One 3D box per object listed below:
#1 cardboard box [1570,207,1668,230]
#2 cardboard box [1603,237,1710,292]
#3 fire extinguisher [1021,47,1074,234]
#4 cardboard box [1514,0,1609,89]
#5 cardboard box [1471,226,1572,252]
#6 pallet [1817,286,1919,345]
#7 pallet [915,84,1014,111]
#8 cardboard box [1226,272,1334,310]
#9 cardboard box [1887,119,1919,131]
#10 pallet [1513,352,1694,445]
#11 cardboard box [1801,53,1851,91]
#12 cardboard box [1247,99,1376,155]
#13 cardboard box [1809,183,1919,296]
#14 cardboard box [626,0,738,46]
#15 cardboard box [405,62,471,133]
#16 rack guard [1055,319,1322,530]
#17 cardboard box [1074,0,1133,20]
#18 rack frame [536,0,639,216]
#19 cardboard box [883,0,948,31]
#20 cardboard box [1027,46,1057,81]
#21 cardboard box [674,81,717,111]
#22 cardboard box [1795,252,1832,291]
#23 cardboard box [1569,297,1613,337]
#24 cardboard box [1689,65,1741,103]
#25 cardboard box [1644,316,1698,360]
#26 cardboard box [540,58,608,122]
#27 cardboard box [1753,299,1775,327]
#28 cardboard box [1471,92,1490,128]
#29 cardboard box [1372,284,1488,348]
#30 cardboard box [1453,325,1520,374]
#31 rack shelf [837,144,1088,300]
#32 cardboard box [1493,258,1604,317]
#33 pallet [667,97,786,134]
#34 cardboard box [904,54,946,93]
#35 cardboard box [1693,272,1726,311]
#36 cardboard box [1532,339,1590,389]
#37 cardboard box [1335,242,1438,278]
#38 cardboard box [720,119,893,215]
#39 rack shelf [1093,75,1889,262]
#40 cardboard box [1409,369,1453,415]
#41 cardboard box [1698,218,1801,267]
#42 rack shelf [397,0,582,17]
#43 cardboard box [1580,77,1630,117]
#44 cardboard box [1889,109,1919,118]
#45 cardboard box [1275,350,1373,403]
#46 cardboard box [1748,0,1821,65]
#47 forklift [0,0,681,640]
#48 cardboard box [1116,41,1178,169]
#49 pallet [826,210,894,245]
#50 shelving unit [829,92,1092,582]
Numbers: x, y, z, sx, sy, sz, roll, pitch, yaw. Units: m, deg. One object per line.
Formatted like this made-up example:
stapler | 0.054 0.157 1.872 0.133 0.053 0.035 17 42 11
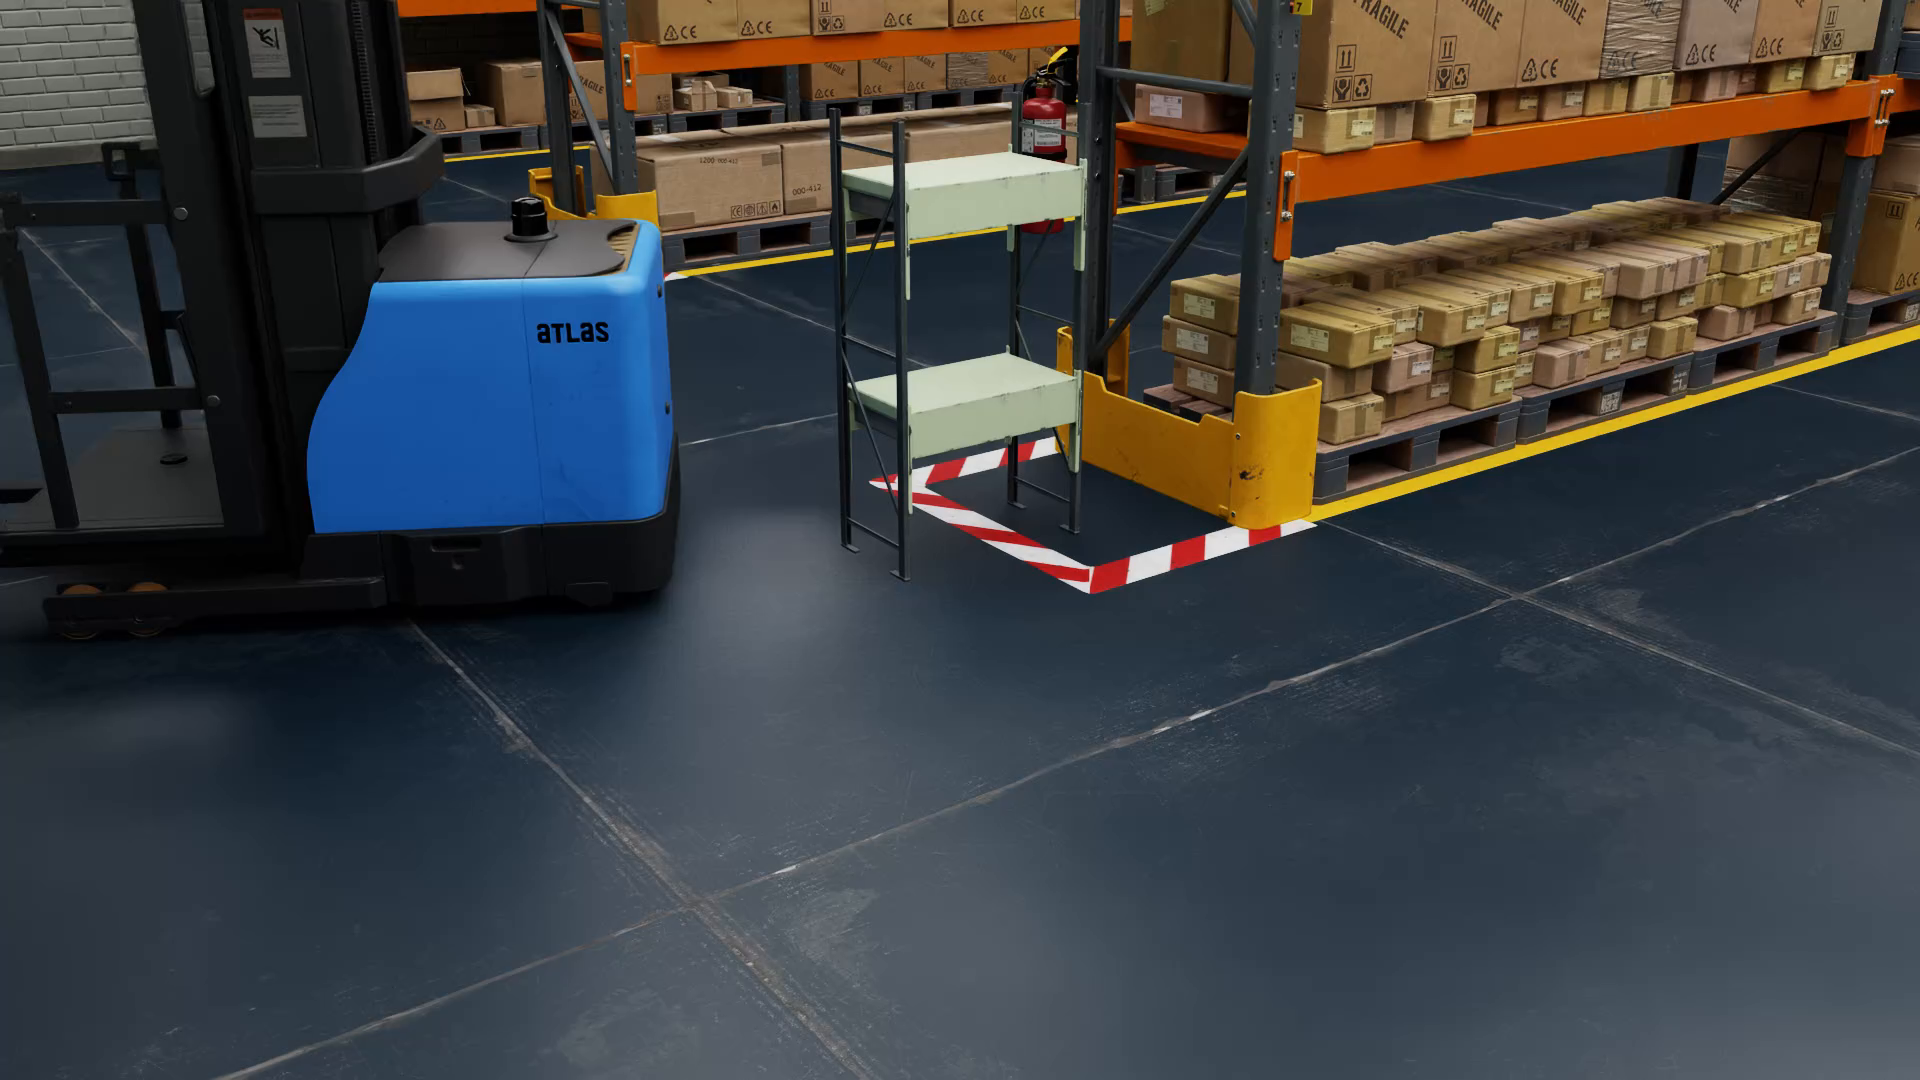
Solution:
cardboard box | 3.195 -1.505 8.097 0.250 0.149 0.380 -15 26 -34
cardboard box | 3.089 -1.231 7.410 0.250 0.149 0.380 -16 27 -35
fire extinguisher | 0.309 -1.490 6.192 0.183 0.674 0.296 -15 26 -33
cardboard box | 2.134 -2.040 6.424 0.500 0.500 0.500 -15 26 -32
cardboard box | 2.569 -1.327 7.652 0.250 0.149 0.380 -16 27 -35
pallet | 4.661 -1.355 9.007 1.213 0.211 1.003 -15 26 -33
pallet | -0.215 -4.599 17.136 1.213 0.211 1.003 -15 26 -33
cardboard box | 1.302 -0.990 6.808 0.250 0.149 0.380 -14 26 -32
cardboard box | 5.215 -2.060 8.805 0.500 0.250 0.500 -14 26 -31
pallet | 2.514 -0.764 7.527 1.213 0.211 1.003 -15 26 -33
cardboard box | 3.790 -2.144 7.560 0.250 0.149 0.380 -16 27 -34
cardboard box | 1.238 -1.470 5.872 0.250 0.149 0.380 -15 26 -33
cardboard box | 4.785 -1.595 8.653 0.500 0.500 0.500 -14 26 -31
cardboard box | -1.632 -3.147 9.600 0.500 0.500 0.500 -15 26 -33
cardboard box | -4.540 -3.715 13.960 0.637 0.503 0.797 -16 27 -35
rack guard | 0.845 -0.471 6.401 0.348 0.500 1.175 -15 26 -33
cardboard box | 0.830 -3.818 11.281 0.500 0.500 0.500 -15 26 -32
rack frame | -2.190 -3.083 9.574 0.127 3.000 1.000 -15 26 -33
cardboard box | -0.418 -3.483 10.442 0.500 0.500 0.500 -14 26 -31
cardboard box | 0.772 -5.079 17.384 0.500 0.500 0.500 -15 26 -34
cardboard box | -2.415 -4.080 15.196 0.258 0.266 0.396 -14 26 -31
cardboard box | 3.960 -1.326 8.052 0.250 0.149 0.380 -14 26 -32
cardboard box | 2.613 -1.018 7.279 0.250 0.149 0.380 -14 25 -30
cardboard box | 3.111 -1.988 7.169 0.250 0.149 0.380 -16 27 -35
cardboard box | 3.071 -0.941 7.486 0.250 0.149 0.380 -15 26 -33
cardboard box | -3.336 -3.971 14.606 0.500 0.500 0.500 -14 26 -32
cardboard box | 3.651 -1.134 7.970 0.250 0.149 0.380 -14 26 -31
cardboard box | 1.800 -1.677 6.391 0.250 0.149 0.380 -14 25 -30
cardboard box | 1.840 -0.886 6.546 0.250 0.149 0.380 -15 26 -33
cardboard box | 2.032 -0.805 6.746 0.250 0.149 0.380 -14 26 -31
rack shelf | 0.005 -1.061 5.477 0.720 0.370 0.431 -15 26 -33
cardboard box | 2.464 -1.065 6.994 0.250 0.149 0.380 -14 26 -32
pallet | -2.403 -3.997 15.629 1.213 0.211 1.003 -15 26 -33
cardboard box | -0.486 -4.737 16.526 0.500 0.500 0.500 -16 27 -34
cardboard box | 3.280 -1.176 7.675 0.250 0.149 0.380 -15 26 -32
cardboard box | 2.434 -0.774 7.070 0.250 0.149 0.380 -16 27 -35
cardboard box | 1.871 -1.197 7.325 0.250 0.149 0.380 -14 26 -31
cardboard box | -0.974 -2.461 10.907 0.875 0.438 0.875 -14 26 -31
rack shelf | 2.407 -1.714 7.115 4.000 0.370 1.077 -15 26 -33
cardboard box | 1.758 -0.640 6.734 0.250 0.149 0.380 -15 26 -32
cardboard box | 3.709 -1.406 7.849 0.250 0.149 0.380 -15 26 -32
rack shelf | -3.468 -4.674 14.533 4.000 0.370 1.077 -15 26 -33
cardboard box | 2.474 -1.823 6.757 0.250 0.149 0.380 -14 26 -31
cardboard box | 5.333 -2.327 9.474 0.500 0.250 0.500 -16 27 -35
cardboard box | 1.358 -0.661 6.383 0.250 0.149 0.380 -14 26 -31
cardboard box | 3.380 -2.364 7.237 0.500 0.500 0.500 -16 27 -34
forklift | -2.490 -1.231 5.112 3.031 2.867 1.129 -2 22 -6
cardboard box | 1.514 -3.315 12.456 0.875 0.875 0.875 -14 26 -31
pallet | -0.597 -2.247 11.242 1.213 0.211 1.003 -15 26 -33
shelving unit | 0.005 -0.698 5.622 0.755 1.500 0.431 -15 26 -33
